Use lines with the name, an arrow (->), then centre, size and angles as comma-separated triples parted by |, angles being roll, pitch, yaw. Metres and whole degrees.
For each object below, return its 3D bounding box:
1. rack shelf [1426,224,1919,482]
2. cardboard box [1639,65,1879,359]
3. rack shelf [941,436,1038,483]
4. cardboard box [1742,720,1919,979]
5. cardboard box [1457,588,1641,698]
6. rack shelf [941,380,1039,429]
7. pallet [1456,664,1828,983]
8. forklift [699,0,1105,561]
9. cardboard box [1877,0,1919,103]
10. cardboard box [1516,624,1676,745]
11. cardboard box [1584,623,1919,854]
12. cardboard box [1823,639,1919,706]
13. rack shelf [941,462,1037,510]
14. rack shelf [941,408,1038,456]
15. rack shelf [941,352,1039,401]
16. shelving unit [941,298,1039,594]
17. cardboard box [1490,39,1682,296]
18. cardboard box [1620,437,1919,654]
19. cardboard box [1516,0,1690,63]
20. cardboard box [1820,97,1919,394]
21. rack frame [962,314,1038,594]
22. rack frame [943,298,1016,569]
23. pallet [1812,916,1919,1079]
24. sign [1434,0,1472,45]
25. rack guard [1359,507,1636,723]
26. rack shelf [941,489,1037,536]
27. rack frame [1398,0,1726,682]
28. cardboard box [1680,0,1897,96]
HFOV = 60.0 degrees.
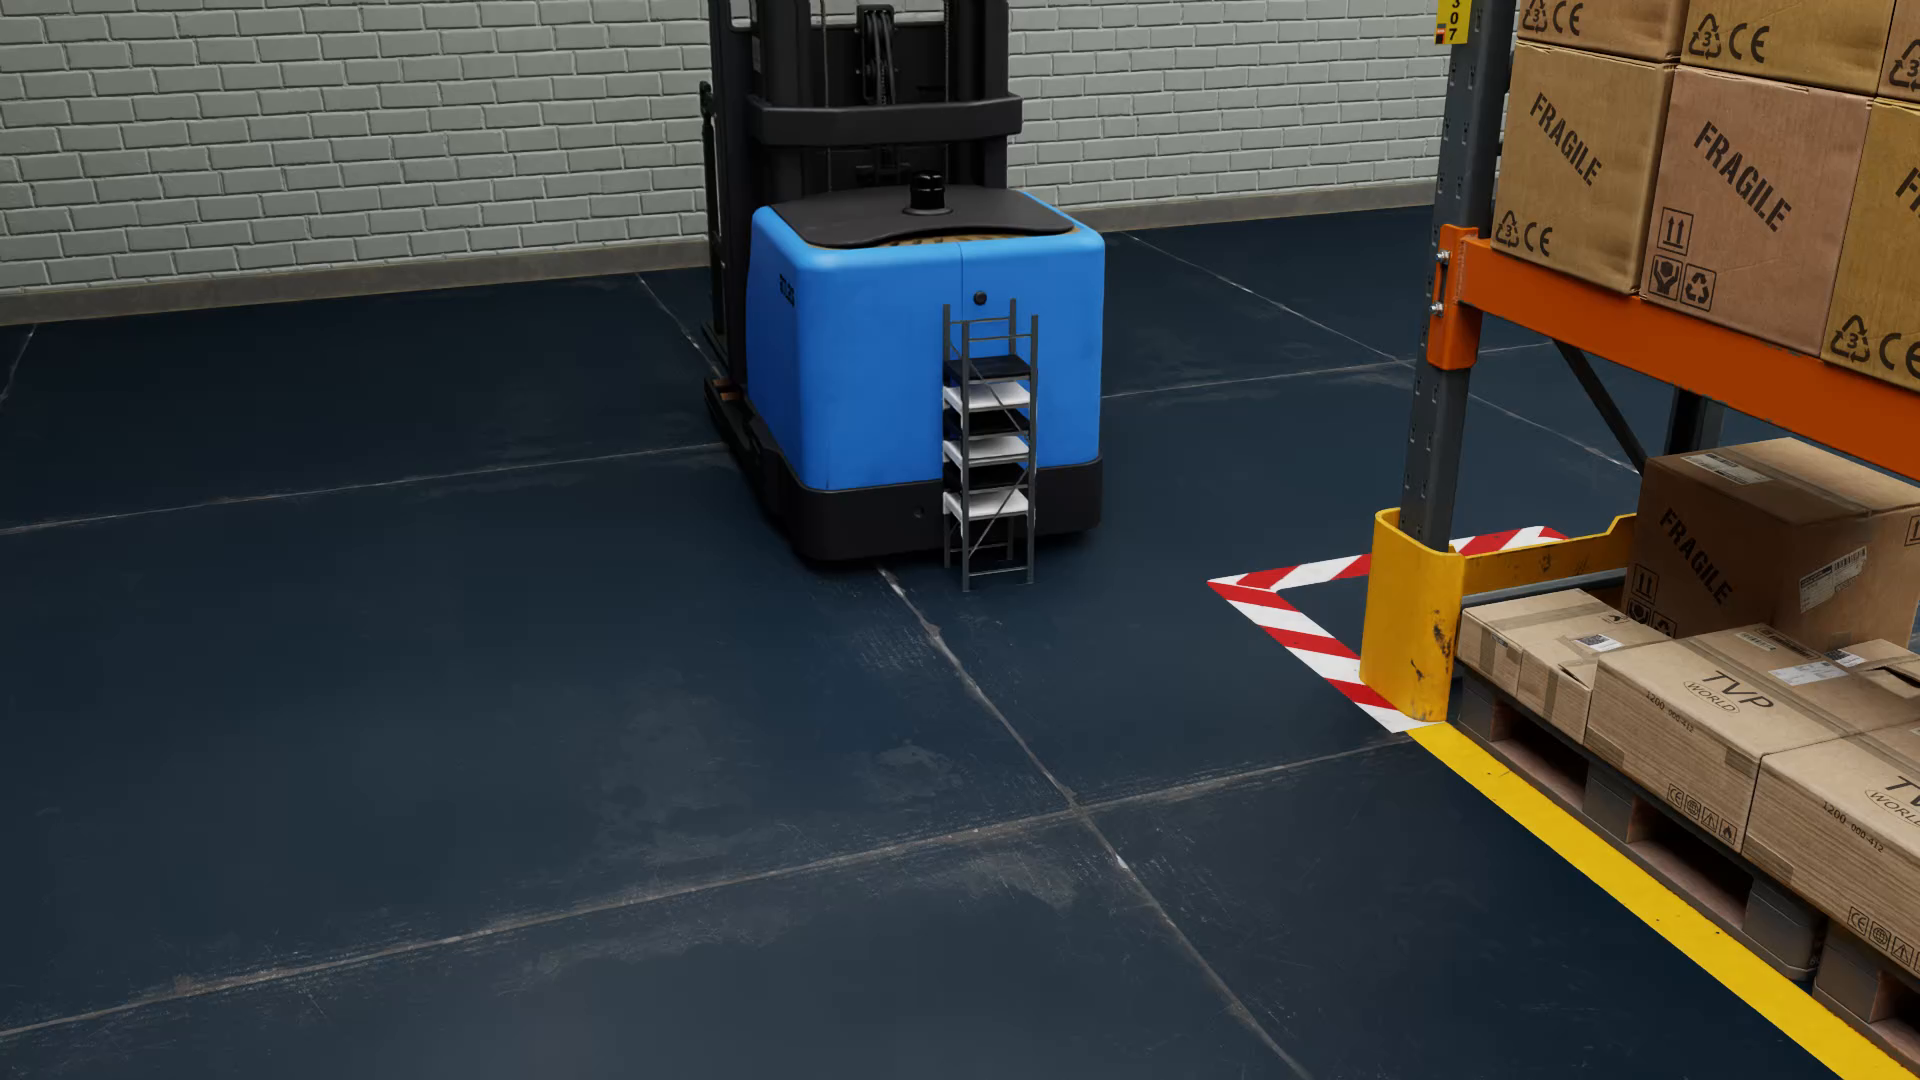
rack shelf -> 2.421, 0.014, 2.780 | 1.077, 0.370, 4.000 | -8, 24, -19
cardboard box -> 1.812, -0.706, 3.434 | 0.500, 0.500, 0.500 | -9, 24, -20
rack shelf -> 0.092, -0.264, 5.304 | 0.258, 0.077, 0.200 | -7, 24, -16
cardboard box -> 1.995, 0.620, 3.390 | 0.500, 0.250, 0.500 | -8, 24, -19
cardboard box -> 1.541, 0.266, 4.360 | 0.380, 0.149, 0.250 | -8, 24, -19
rack shelf -> 0.092, -0.430, 5.234 | 0.258, 0.077, 0.200 | -7, 24, -16
pallet -> 2.024, 0.558, 4.154 | 1.003, 0.211, 1.213 | -8, 24, -19
forklift -> -0.437, -1.828, 6.314 | 1.130, 2.935, 3.031 | -7, 24, -16
cardboard box -> 1.989, -0.982, 2.802 | 0.500, 0.500, 0.500 | -8, 24, -18
cardboard box -> 1.630, 0.349, 4.141 | 0.380, 0.166, 0.250 | -8, 24, -19
cardboard box -> 1.818, 0.439, 3.821 | 0.500, 0.250, 0.500 | -8, 24, -19
cardboard box -> 2.196, 0.382, 4.063 | 0.380, 0.166, 0.250 | -8, 24, -19
rack shelf -> 0.092, -0.181, 5.339 | 0.258, 0.077, 0.200 | -7, 24, -16
rack shelf -> 0.092, -0.347, 5.269 | 0.258, 0.077, 0.200 | -7, 24, -16
rack shelf -> 0.092, -0.513, 5.199 | 0.258, 0.077, 0.200 | -7, 24, -16
shelving unit -> 0.092, -0.295, 5.291 | 0.258, 0.900, 0.210 | -7, 24, -16
cardboard box -> 1.625, -0.893, 3.877 | 0.500, 0.500, 0.500 | -8, 24, -18
cardboard box -> 2.137, 0.069, 4.376 | 0.500, 0.500, 0.500 | -8, 24, -19
cardboard box -> 1.625, -1.353, 3.683 | 0.500, 0.500, 0.500 | -8, 24, -17
cardboard box -> 1.987, -0.523, 3.000 | 0.500, 0.500, 0.500 | -8, 24, -19
rack frame -> 0.122, -0.257, 5.202 | 0.240, 0.900, 0.006 | -7, 24, -16
rack frame -> 0.062, -0.333, 5.381 | 0.240, 0.900, 0.006 | -7, 24, -16
pallet -> 2.452, 1.001, 3.104 | 1.003, 0.211, 1.213 | -8, 24, -19
sign -> 1.207, -1.368, 4.020 | 0.100, 0.325, 0.005 | -8, 24, -19
rack guard -> 1.742, 0.136, 4.785 | 1.175, 0.500, 0.348 | -8, 24, -19
rack shelf -> 0.092, -0.098, 5.374 | 0.258, 0.077, 0.200 | -7, 24, -16
rack frame -> 1.715, -1.044, 4.365 | 1.000, 3.000, 0.127 | -8, 24, -19
cardboard box -> 1.817, -1.164, 3.235 | 0.500, 0.500, 0.500 | -8, 24, -18
